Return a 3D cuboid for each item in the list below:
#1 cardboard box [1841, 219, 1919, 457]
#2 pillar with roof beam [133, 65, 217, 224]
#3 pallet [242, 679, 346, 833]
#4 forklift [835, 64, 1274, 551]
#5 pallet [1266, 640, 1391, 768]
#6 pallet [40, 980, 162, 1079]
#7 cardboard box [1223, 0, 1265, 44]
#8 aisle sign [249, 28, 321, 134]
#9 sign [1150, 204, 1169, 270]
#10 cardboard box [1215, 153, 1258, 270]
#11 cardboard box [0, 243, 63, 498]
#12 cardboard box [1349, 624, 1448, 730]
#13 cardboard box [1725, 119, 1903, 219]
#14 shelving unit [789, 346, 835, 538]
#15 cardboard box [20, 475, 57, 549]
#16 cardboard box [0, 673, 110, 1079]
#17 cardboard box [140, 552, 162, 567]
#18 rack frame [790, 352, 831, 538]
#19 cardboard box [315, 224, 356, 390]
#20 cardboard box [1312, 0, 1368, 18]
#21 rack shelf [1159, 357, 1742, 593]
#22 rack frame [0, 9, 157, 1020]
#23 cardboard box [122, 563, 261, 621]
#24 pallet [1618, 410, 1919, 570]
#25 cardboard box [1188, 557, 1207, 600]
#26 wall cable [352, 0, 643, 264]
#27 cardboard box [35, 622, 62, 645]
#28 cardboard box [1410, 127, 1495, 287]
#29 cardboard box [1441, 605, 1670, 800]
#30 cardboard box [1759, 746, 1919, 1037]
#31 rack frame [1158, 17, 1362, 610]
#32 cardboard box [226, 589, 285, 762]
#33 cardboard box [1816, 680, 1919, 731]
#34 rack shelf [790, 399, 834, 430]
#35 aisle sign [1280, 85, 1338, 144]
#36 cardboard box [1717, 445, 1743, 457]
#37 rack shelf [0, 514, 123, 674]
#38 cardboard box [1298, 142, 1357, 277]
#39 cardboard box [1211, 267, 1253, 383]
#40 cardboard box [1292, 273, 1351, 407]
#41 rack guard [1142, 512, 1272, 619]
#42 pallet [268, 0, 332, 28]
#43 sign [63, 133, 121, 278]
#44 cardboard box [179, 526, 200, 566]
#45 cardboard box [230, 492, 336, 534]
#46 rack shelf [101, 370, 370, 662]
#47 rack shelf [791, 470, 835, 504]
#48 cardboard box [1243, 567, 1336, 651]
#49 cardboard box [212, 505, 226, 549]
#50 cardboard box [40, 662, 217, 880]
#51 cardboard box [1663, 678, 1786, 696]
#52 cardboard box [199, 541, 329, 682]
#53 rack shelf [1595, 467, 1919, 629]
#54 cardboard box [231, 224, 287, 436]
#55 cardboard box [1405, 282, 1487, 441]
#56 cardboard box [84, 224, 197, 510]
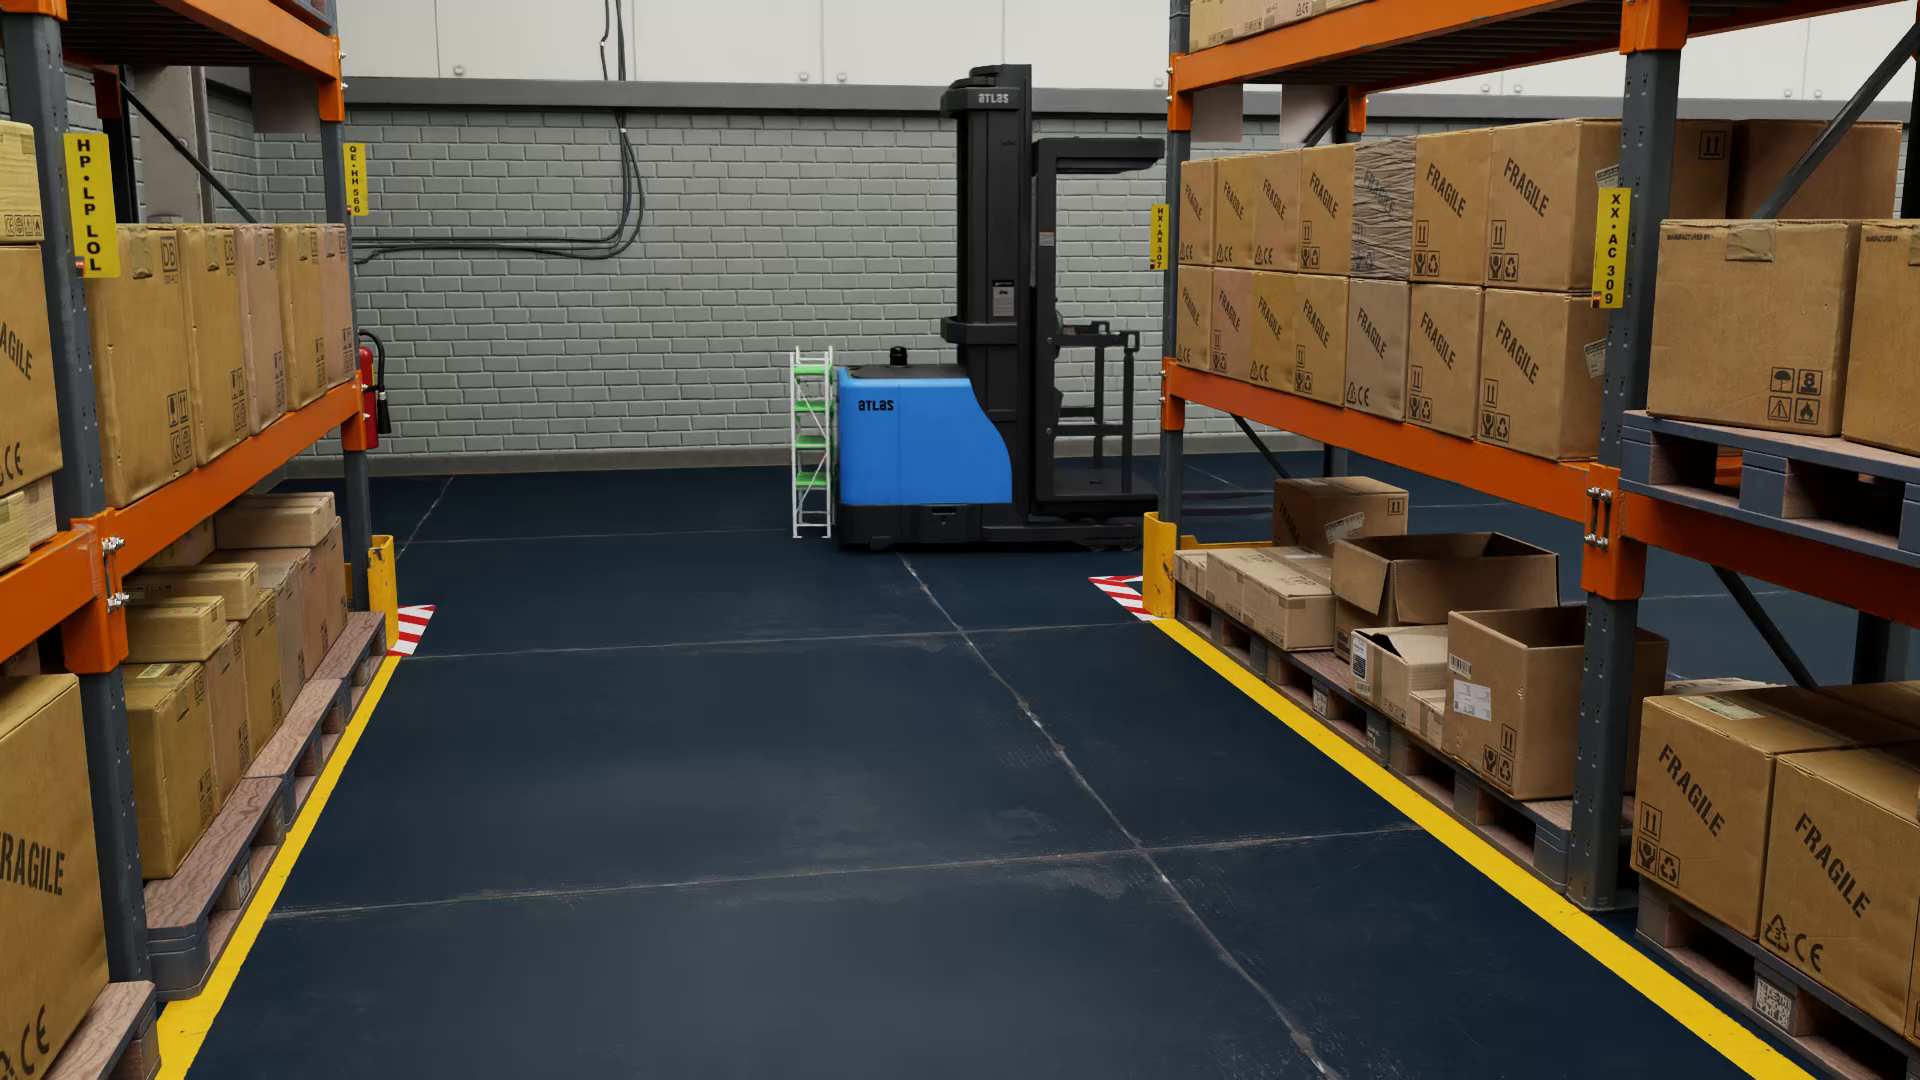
[{"bbox_3d":[2.394,-0.435,3.570,0.700,0.500,0.500,0,11,-2],"label":"cardboard box"},{"bbox_3d":[-0.462,-4.519,10.370,9.100,9.000,0.400,-2,11,-11],"label":"pillar with roof beam"},{"bbox_3d":[-2.845,0.786,6.004,1.003,0.211,1.213,-2,11,-11],"label":"pallet"},{"bbox_3d":[0.721,-1.469,10.573,3.031,2.935,1.130,-1,11,-6],"label":"forklift"},{"bbox_3d":[1.952,0.621,6.869,1.003,0.211,1.213,-2,11,-11],"label":"pallet"},{"bbox_3d":[-2.309,1.291,3.350,1.003,0.211,1.213,-2,11,-11],"label":"pallet"},{"bbox_3d":[1.483,-2.336,7.328,0.500,0.250,0.500,-2,11,-11],"label":"cardboard box"},{"bbox_3d":[-3.031,-2.253,7.556,0.394,0.787,0.004,-2,11,-11],"label":"aisle sign"},{"bbox_3d":[1.015,-1.538,8.438,0.100,0.325,0.005,-2,11,-11],"label":"sign"},{"bbox_3d":[1.484,-1.486,7.539,0.500,0.500,0.500,-2,11,-10],"label":"cardboard box"},{"bbox_3d":[-2.196,-0.347,3.382,0.500,0.500,0.500,-2,11,-12],"label":"cardboard box"},{"bbox_3d":[1.791,0.474,6.196,0.500,0.311,0.500,-2,11,-11],"label":"cardboard box"},{"bbox_3d":[2.510,-1.035,5.173,0.500,0.500,0.500,-2,11,-10],"label":"cardboard box"},{"bbox_3d":[-0.963,-0.650,10.901,0.258,1.200,0.503,0,11,-1],"label":"shelving unit"},{"bbox_3d":[-2.189,-0.052,3.568,0.380,0.149,0.250,-2,11,-10],"label":"cardboard box"},{"bbox_3d":[-2.279,0.747,3.378,0.750,0.750,0.750,-2,11,-10],"label":"cardboard box"},{"bbox_3d":[-3.000,0.140,5.768,0.380,0.149,0.250,-2,11,-12],"label":"cardboard box"},{"bbox_3d":[-0.958,-0.604,10.661,0.240,1.200,0.015,0,11,-1],"label":"rack frame"},{"bbox_3d":[-3.202,-1.006,7.155,0.980,0.700,0.700,-2,11,-8],"label":"cardboard box"},{"bbox_3d":[1.685,-2.153,6.366,0.500,0.250,0.500,-2,11,-11],"label":"cardboard box"},{"bbox_3d":[1.936,-0.412,6.763,1.077,0.370,4.000,-2,11,-11],"label":"rack shelf"},{"bbox_3d":[-2.533,-0.218,3.818,1.000,3.000,0.127,-2,11,-11],"label":"rack frame"},{"bbox_3d":[-2.567,0.179,5.560,0.380,0.149,0.250,-2,11,-13],"label":"cardboard box"},{"bbox_3d":[2.374,-0.154,3.995,1.003,0.211,1.213,-2,11,-11],"label":"pallet"},{"bbox_3d":[1.340,0.179,8.136,0.380,0.166,0.250,-2,11,-11],"label":"cardboard box"},{"bbox_3d":[-4.060,-3.423,12.920,3.097,2.526,0.112,-2,11,-11],"label":"wall cable"},{"bbox_3d":[-2.901,0.233,5.276,0.380,0.149,0.250,-2,11,-13],"label":"cardboard box"},{"bbox_3d":[1.871,-1.116,5.596,0.500,0.500,0.500,-2,11,-12],"label":"cardboard box"},{"bbox_3d":[1.936,0.519,5.455,0.500,0.500,0.500,-2,11,-11],"label":"cardboard box"},{"bbox_3d":[2.295,0.808,3.936,0.500,0.500,0.500,-2,11,-10],"label":"cardboard box"},{"bbox_3d":[1.547,-1.132,8.622,1.000,3.000,0.127,-2,11,-11],"label":"rack frame"},{"bbox_3d":[-2.770,0.477,5.732,0.700,0.500,0.500,-2,11,-10],"label":"cardboard box"},{"bbox_3d":[2.703,0.693,4.540,0.500,0.500,0.500,-2,11,-11],"label":"cardboard box"},{"bbox_3d":[-0.963,-0.823,10.868,0.258,0.148,0.480,0,11,-1],"label":"rack shelf"},{"bbox_3d":[1.835,-2.433,8.504,0.394,0.787,0.004,-2,11,-11],"label":"aisle sign"},{"bbox_3d":[2.494,-0.551,5.302,0.500,0.500,0.500,-2,11,-10],"label":"cardboard box"},{"bbox_3d":[-2.144,0.502,1.958,1.077,0.370,4.000,-2,11,-11],"label":"rack shelf"},{"bbox_3d":[1.676,-1.301,6.567,0.500,0.500,0.500,-2,11,-12],"label":"cardboard box"},{"bbox_3d":[1.481,-0.996,7.639,0.500,0.500,0.500,-2,11,-12],"label":"cardboard box"},{"bbox_3d":[1.671,-0.812,6.673,0.500,0.500,0.500,-2,11,-10],"label":"cardboard box"},{"bbox_3d":[1.562,0.110,8.783,1.175,0.500,0.348,-2,11,-11],"label":"rack guard"},{"bbox_3d":[-3.156,-2.246,6.687,1.003,0.211,1.213,-2,11,-11],"label":"pallet"},{"bbox_3d":[-2.002,-0.769,3.830,0.100,0.325,0.005,-2,11,-11],"label":"sign"},{"bbox_3d":[-3.099,0.046,6.259,0.380,0.149,0.250,-2,11,-10],"label":"cardboard box"},{"bbox_3d":[-2.873,-0.107,7.062,0.380,0.149,0.250,-2,11,-12],"label":"cardboard box"},{"bbox_3d":[-2.922,-0.231,5.812,1.077,0.370,4.000,-2,11,-11],"label":"rack shelf"},{"bbox_3d":[-0.963,-0.351,10.957,0.258,0.148,0.480,0,11,-1],"label":"rack shelf"},{"bbox_3d":[1.570,0.296,7.297,0.500,0.250,0.500,-2,11,-11],"label":"cardboard box"},{"bbox_3d":[-3.198,-0.046,6.745,0.380,0.149,0.250,-2,11,-11],"label":"cardboard box"},{"bbox_3d":[-2.578,0.663,4.753,0.700,0.500,0.500,-2,11,-10],"label":"cardboard box"},{"bbox_3d":[2.456,0.621,5.424,0.500,0.311,0.500,-2,11,-11],"label":"cardboard box"},{"bbox_3d":[-2.979,0.287,6.729,0.700,0.500,0.500,-2,11,-11],"label":"cardboard box"},{"bbox_3d":[2.714,0.322,2.908,1.077,0.370,4.000,-2,11,-11],"label":"rack shelf"},{"bbox_3d":[-2.910,-0.732,5.719,0.980,0.700,0.700,-3,11,-14],"label":"cardboard box"},{"bbox_3d":[1.875,-0.625,5.688,0.500,0.500,0.500,-2,11,-9],"label":"cardboard box"},{"bbox_3d":[-2.622,-0.465,4.316,0.980,0.700,0.700,-2,11,-10],"label":"cardboard box"}]
